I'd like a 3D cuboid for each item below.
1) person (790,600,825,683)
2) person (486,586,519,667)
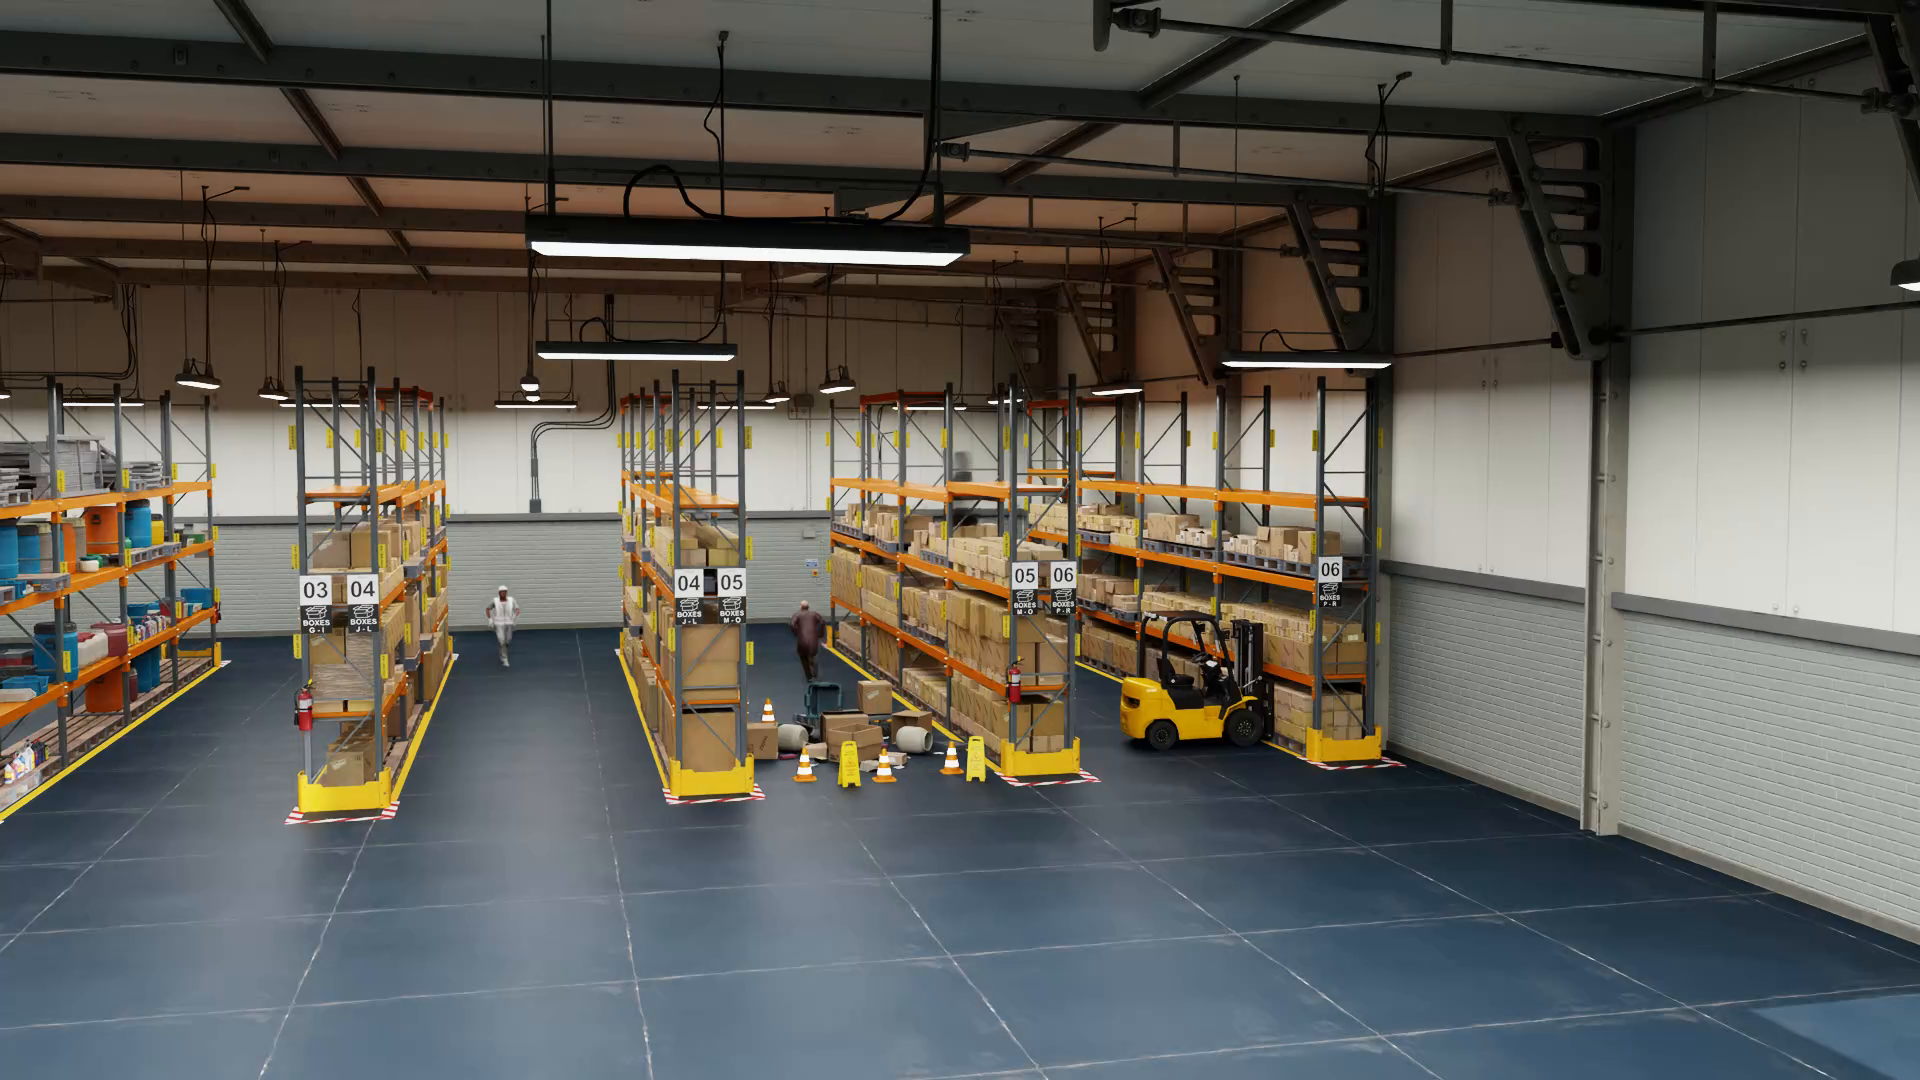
[{"bbox_3d":[-3.113,2.129,34.238,0.710,1.723,0.860,-2,4,-24],"label":"person"},{"bbox_3d":[-10.224,1.911,37.249,0.718,1.791,0.853,-2,4,-27],"label":"person"}]
